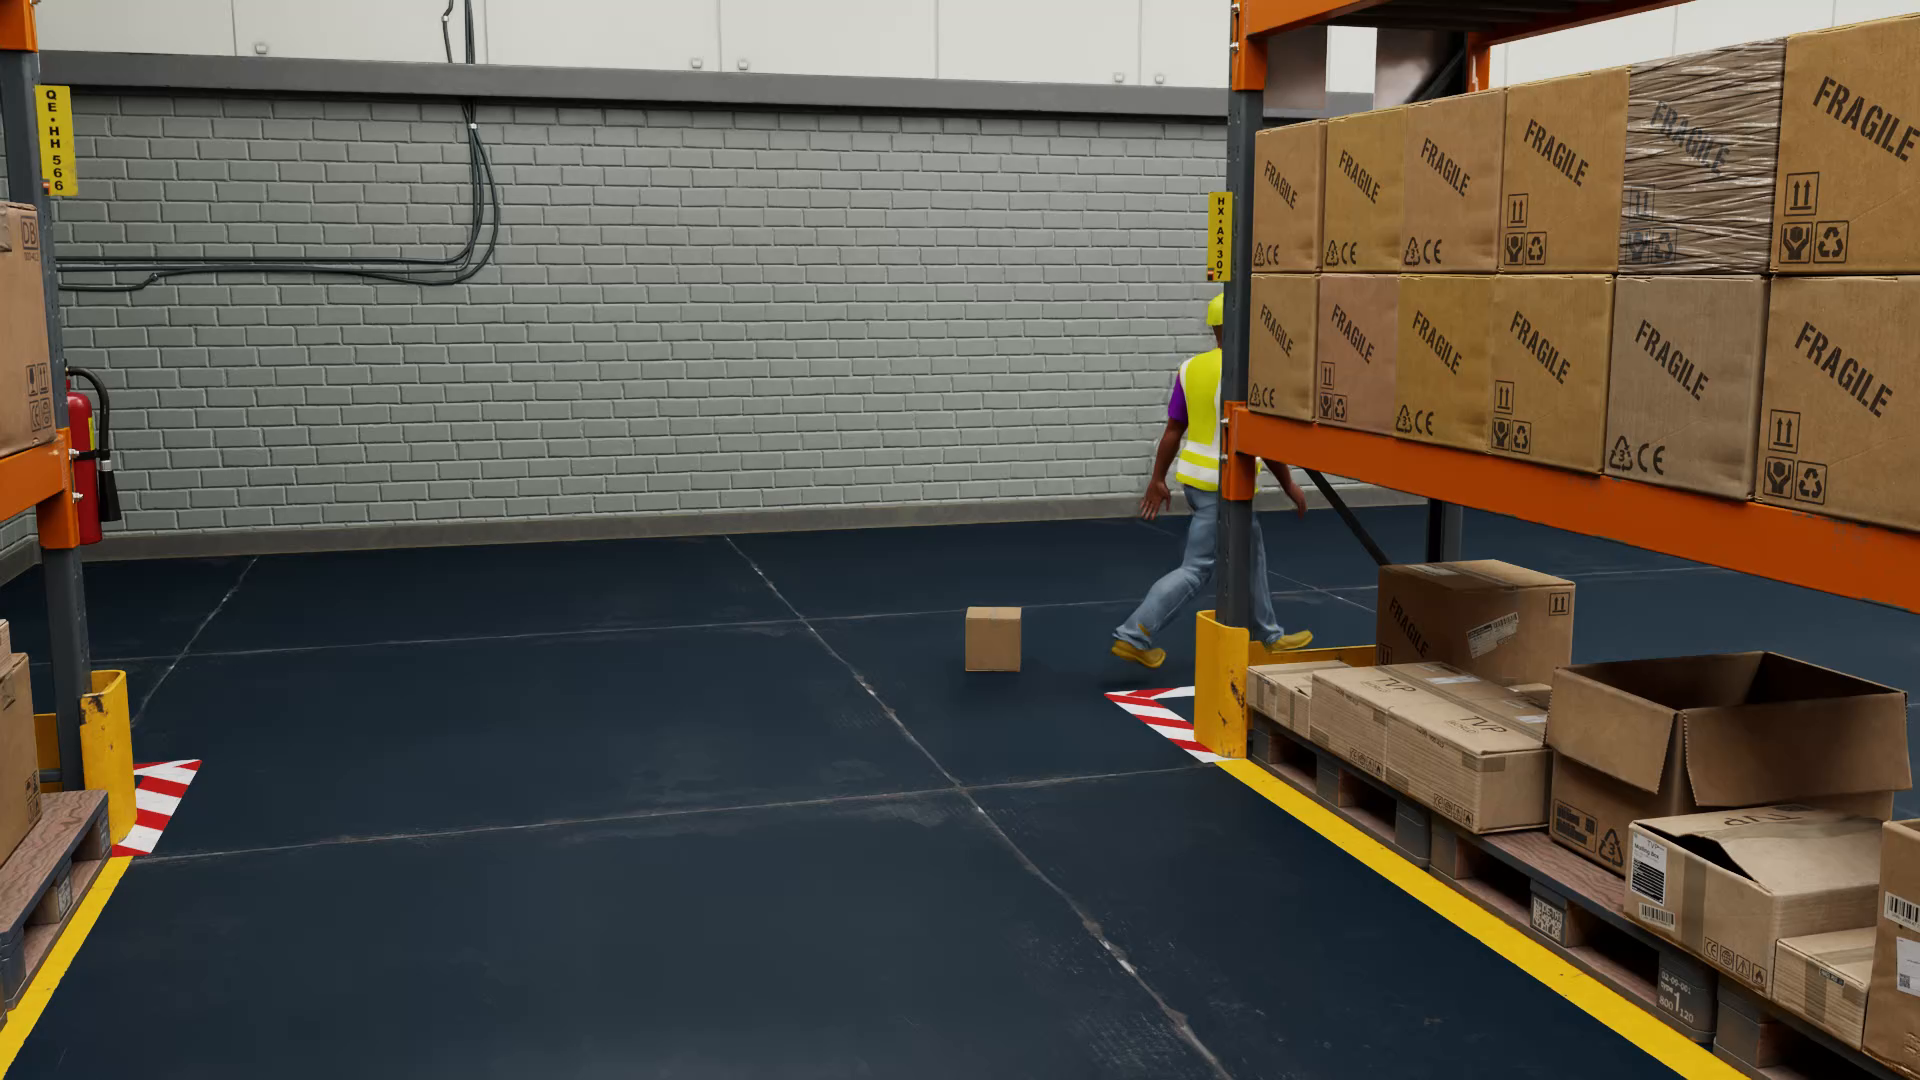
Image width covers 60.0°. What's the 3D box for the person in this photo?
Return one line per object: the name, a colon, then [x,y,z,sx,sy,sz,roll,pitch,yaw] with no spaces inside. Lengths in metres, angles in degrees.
person: [1.166,-0.248,7.449,1.123,1.709,0.608,-3,10,-18]
